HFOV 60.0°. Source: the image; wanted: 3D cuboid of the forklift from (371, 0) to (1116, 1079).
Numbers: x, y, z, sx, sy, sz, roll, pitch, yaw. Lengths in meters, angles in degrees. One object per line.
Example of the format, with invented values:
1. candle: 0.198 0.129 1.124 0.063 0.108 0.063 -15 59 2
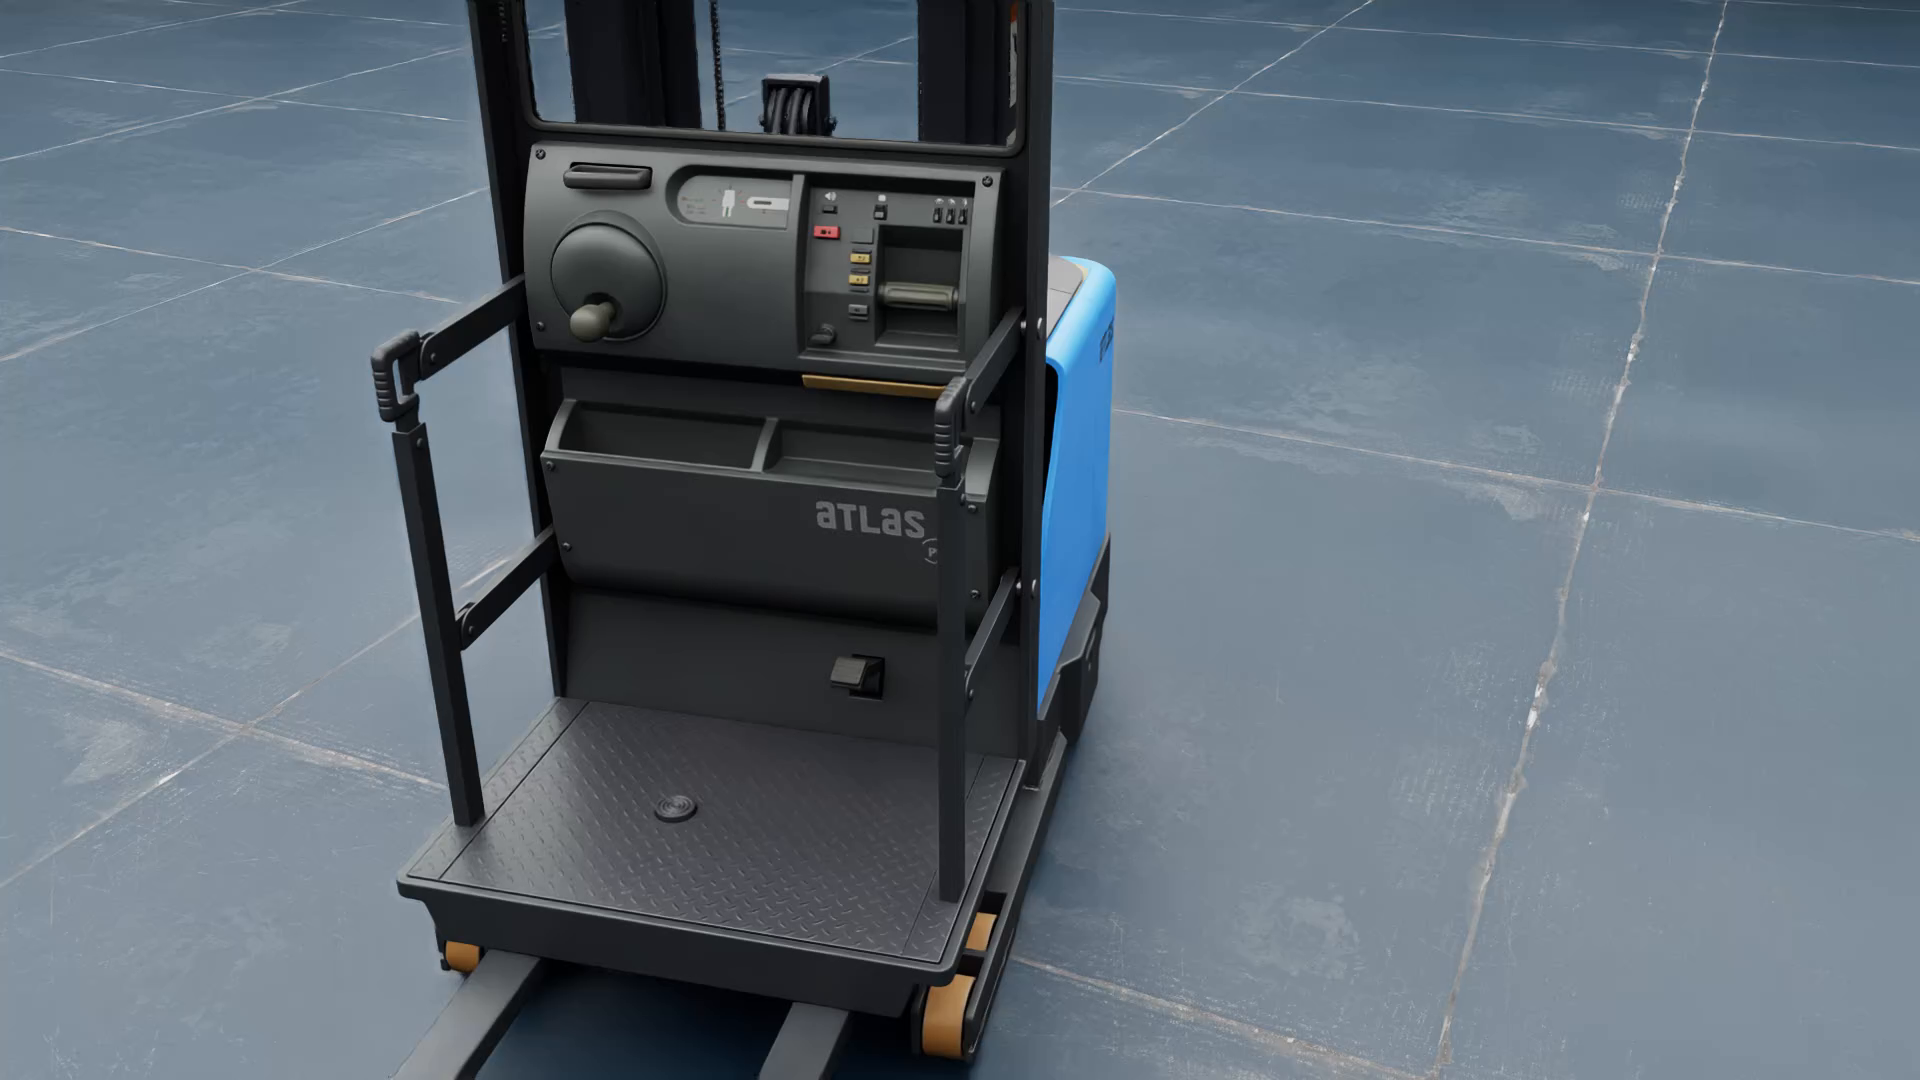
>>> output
1. forklift: -0.432 -0.499 2.945 1.130 2.935 3.031 6 27 12
